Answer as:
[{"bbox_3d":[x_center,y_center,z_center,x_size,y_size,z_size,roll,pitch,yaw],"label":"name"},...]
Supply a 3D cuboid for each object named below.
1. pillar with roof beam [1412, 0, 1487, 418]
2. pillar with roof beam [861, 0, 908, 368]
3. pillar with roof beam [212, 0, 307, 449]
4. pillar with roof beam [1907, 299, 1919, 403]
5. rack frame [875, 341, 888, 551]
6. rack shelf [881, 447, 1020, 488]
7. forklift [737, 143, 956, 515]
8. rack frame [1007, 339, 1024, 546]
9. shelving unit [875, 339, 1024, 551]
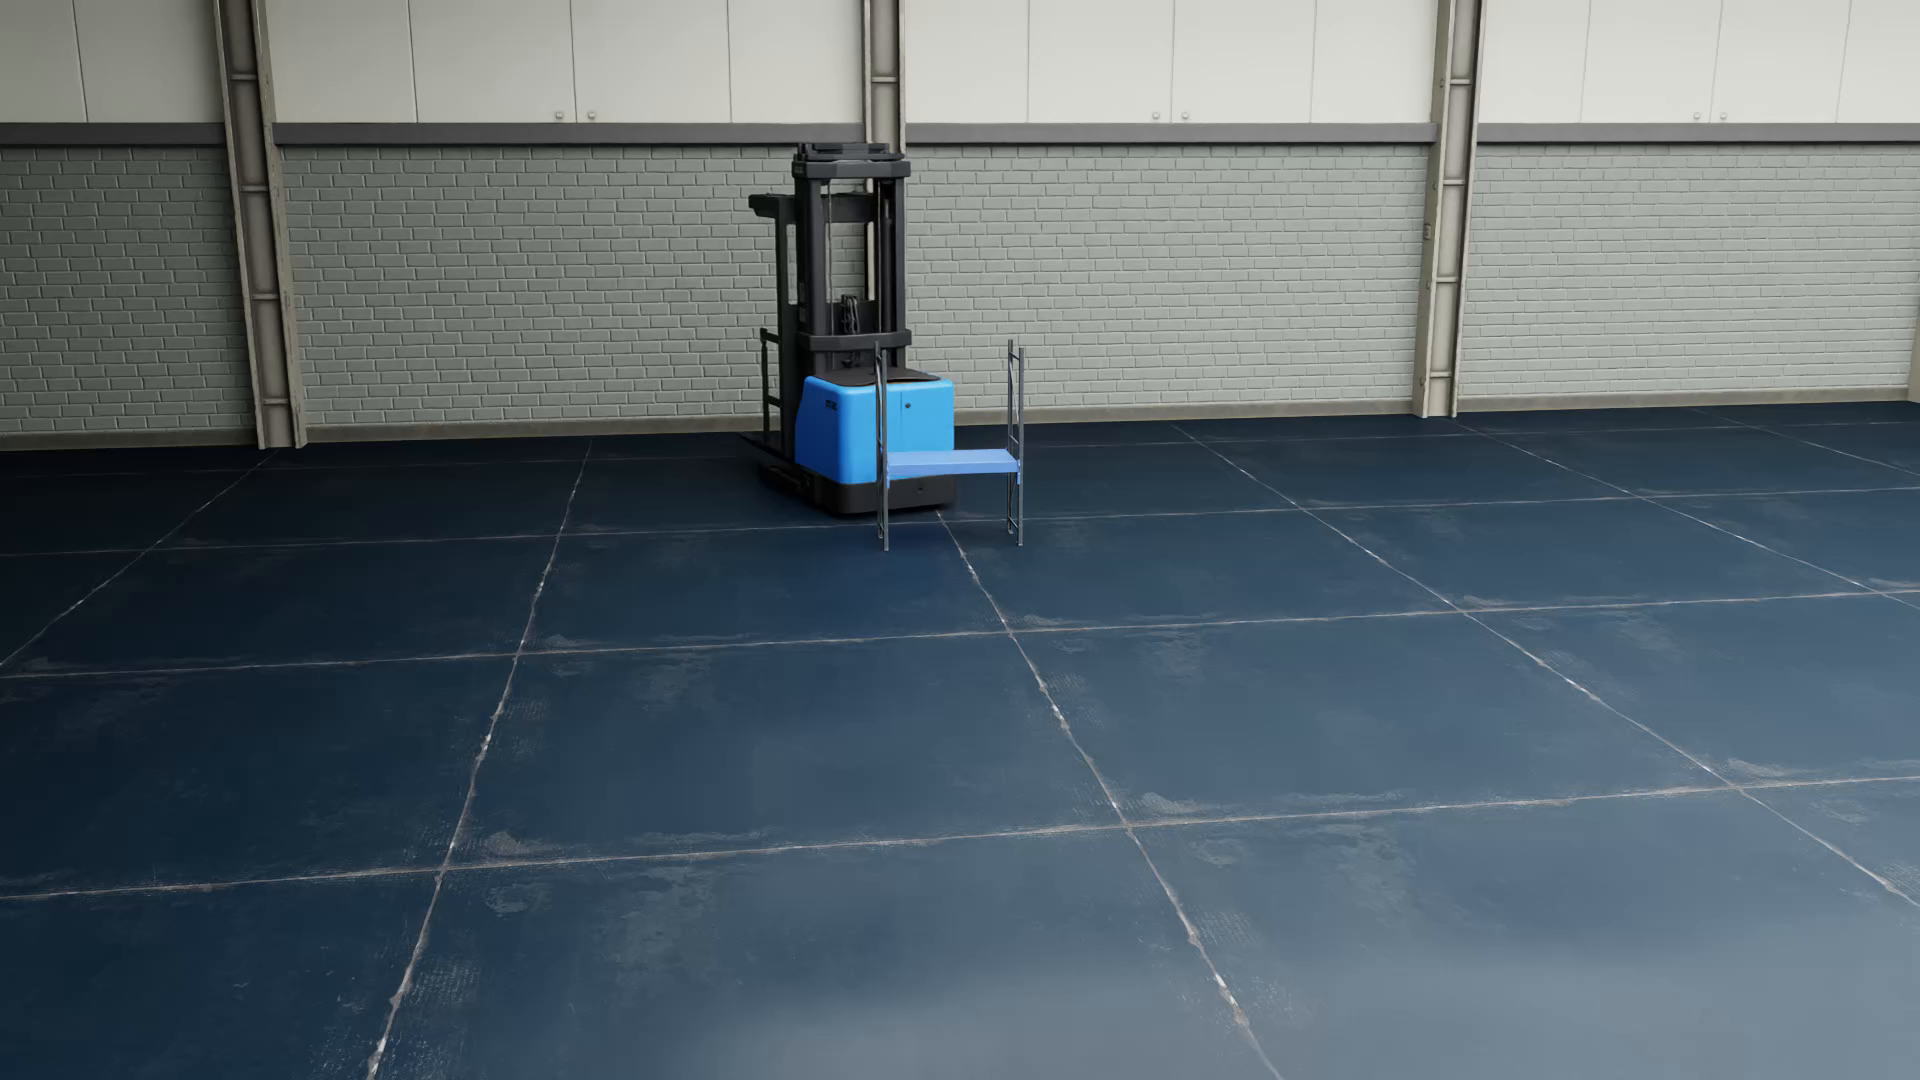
[{"bbox_3d":[5.817,-4.697,12.951,0.400,9.000,9.100,-2,14,-8],"label":"pillar with roof beam"},{"bbox_3d":[-0.116,-4.479,12.084,0.400,9.000,9.100,-2,14,-8],"label":"pillar with roof beam"},{"bbox_3d":[-6.049,-4.262,11.217,0.400,9.000,9.100,-2,14,-8],"label":"pillar with roof beam"},{"bbox_3d":[11.751,-4.914,13.818,0.400,9.000,9.100,-2,14,-8],"label":"pillar with roof beam"},{"bbox_3d":[-0.587,-0.706,12.454,0.032,1.500,0.500,-2,14,-8],"label":"rack frame"},{"bbox_3d":[-0.084,-0.550,12.571,1.000,0.185,0.538,-2,14,-8],"label":"rack shelf"},{"bbox_3d":[-1.146,-1.939,14.426,1.130,2.935,3.031,-7,16,-26],"label":"forklift"},{"bbox_3d":[0.418,-0.743,12.601,0.032,1.500,0.500,-2,14,-8],"label":"rack frame"},{"bbox_3d":[-0.084,-0.724,12.527,1.048,1.500,0.538,-2,14,-8],"label":"shelving unit"}]
